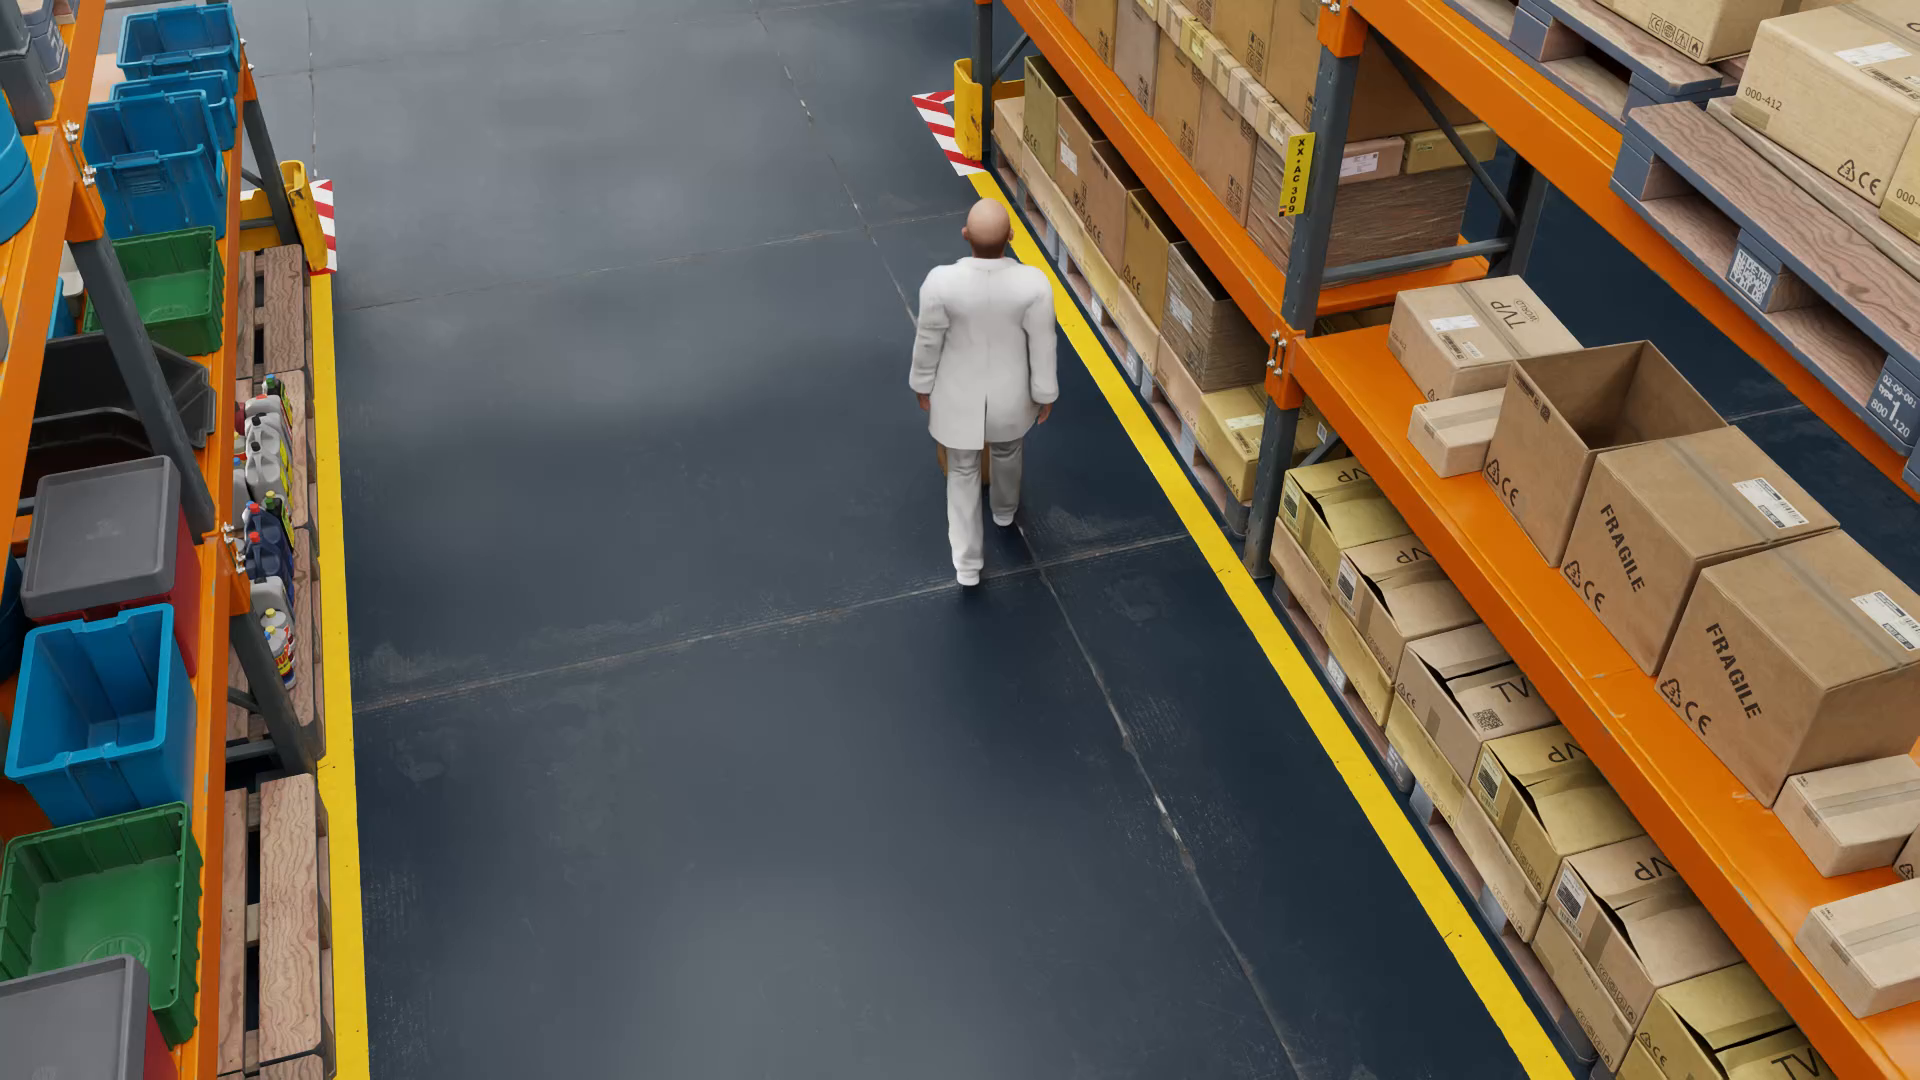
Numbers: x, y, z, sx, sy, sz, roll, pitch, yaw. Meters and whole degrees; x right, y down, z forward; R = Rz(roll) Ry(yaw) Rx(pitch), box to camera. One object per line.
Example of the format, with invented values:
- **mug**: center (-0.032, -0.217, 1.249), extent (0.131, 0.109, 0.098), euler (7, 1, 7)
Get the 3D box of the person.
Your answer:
- **person**: center (0.090, -0.684, 6.947), extent (0.613, 1.758, 0.798), euler (-2, 42, -3)
